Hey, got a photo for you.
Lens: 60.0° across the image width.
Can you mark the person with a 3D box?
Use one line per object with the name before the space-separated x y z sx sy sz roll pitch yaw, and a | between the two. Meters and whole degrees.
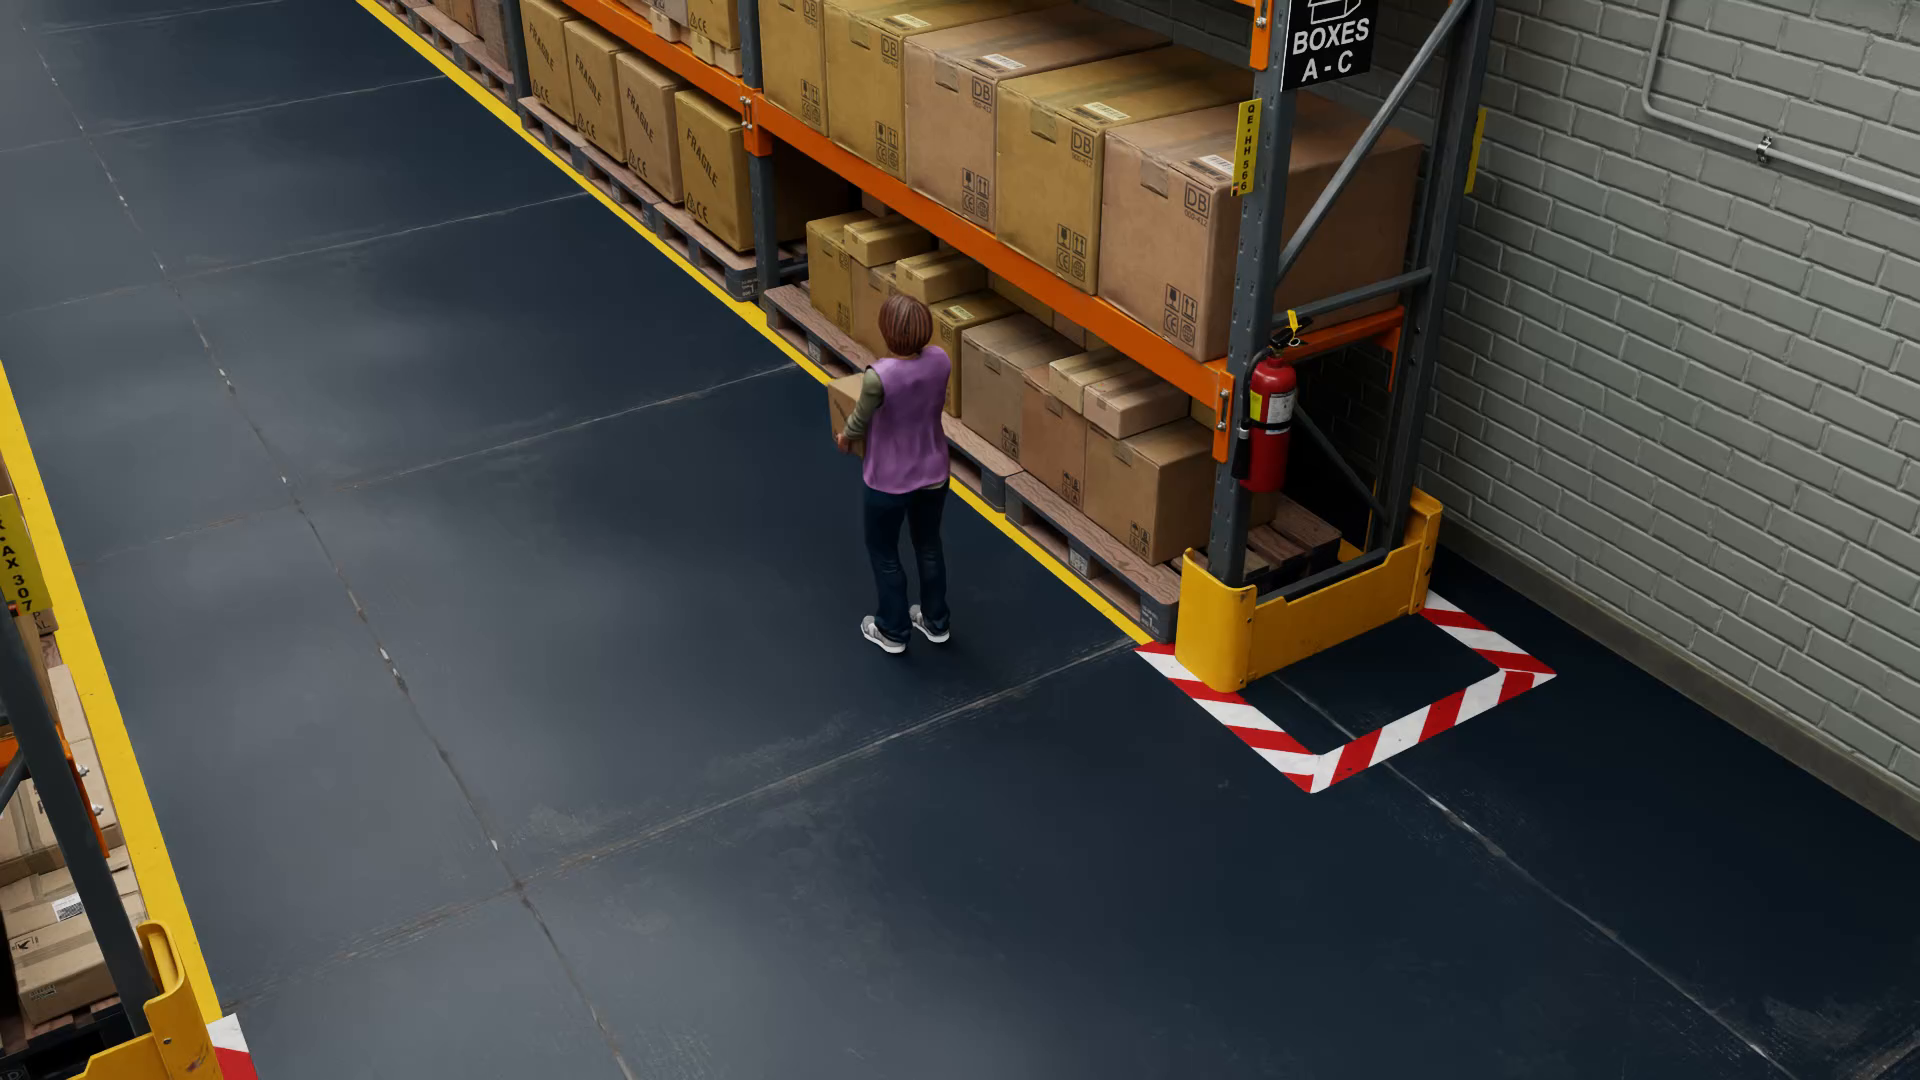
person | -0.256 -0.282 6.587 0.404 1.596 0.490 -19 38 -26
